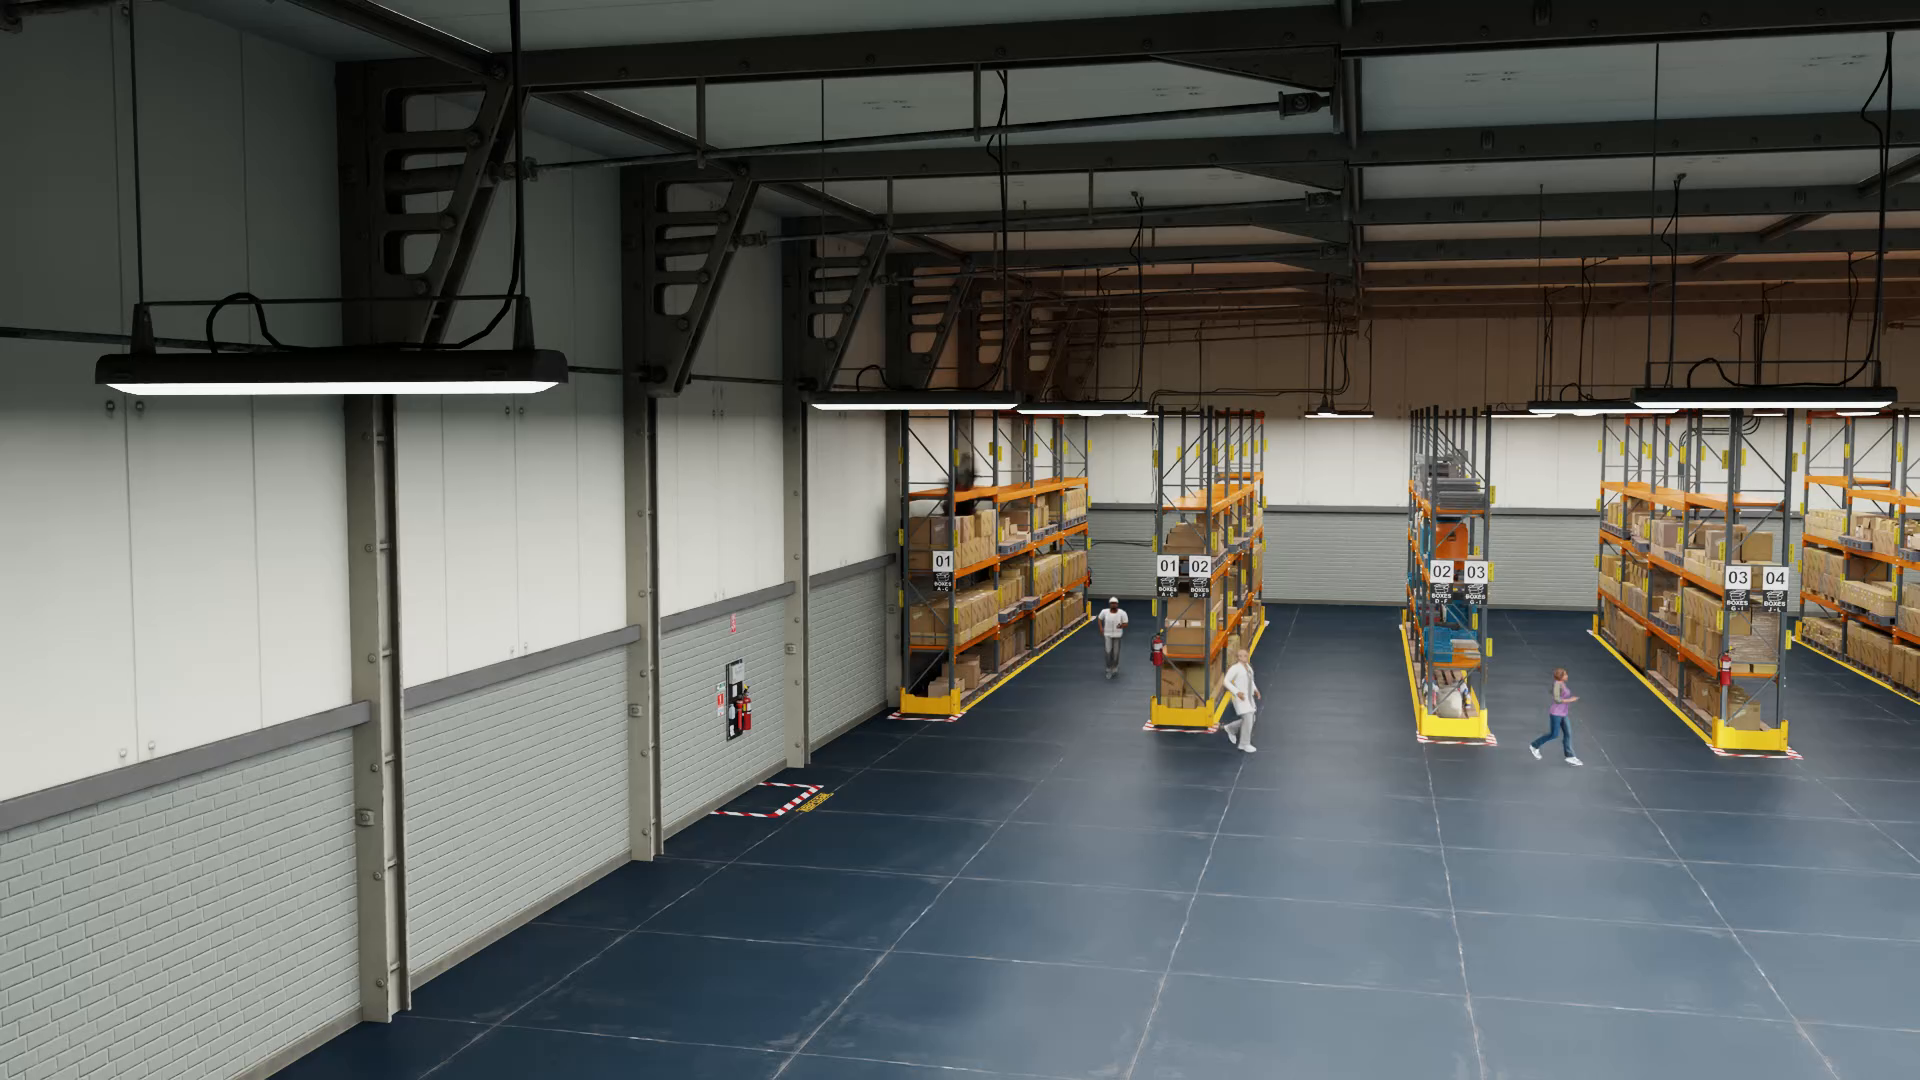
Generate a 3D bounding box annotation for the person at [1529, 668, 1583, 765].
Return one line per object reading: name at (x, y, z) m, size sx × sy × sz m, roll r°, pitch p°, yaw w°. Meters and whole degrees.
person at (9.939, 2.915, 27.684) m, size 0.859 × 1.597 × 0.565 m, roll 3°, pitch 5°, yaw 35°

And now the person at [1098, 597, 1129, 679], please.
person at (3.424, 2.183, 37.173) m, size 0.682 × 1.828 × 0.702 m, roll 0°, pitch 4°, yaw 5°

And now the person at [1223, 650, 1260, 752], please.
person at (4.860, 2.872, 28.930) m, size 0.736 × 1.558 × 0.735 m, roll 4°, pitch 6°, yaw 44°
